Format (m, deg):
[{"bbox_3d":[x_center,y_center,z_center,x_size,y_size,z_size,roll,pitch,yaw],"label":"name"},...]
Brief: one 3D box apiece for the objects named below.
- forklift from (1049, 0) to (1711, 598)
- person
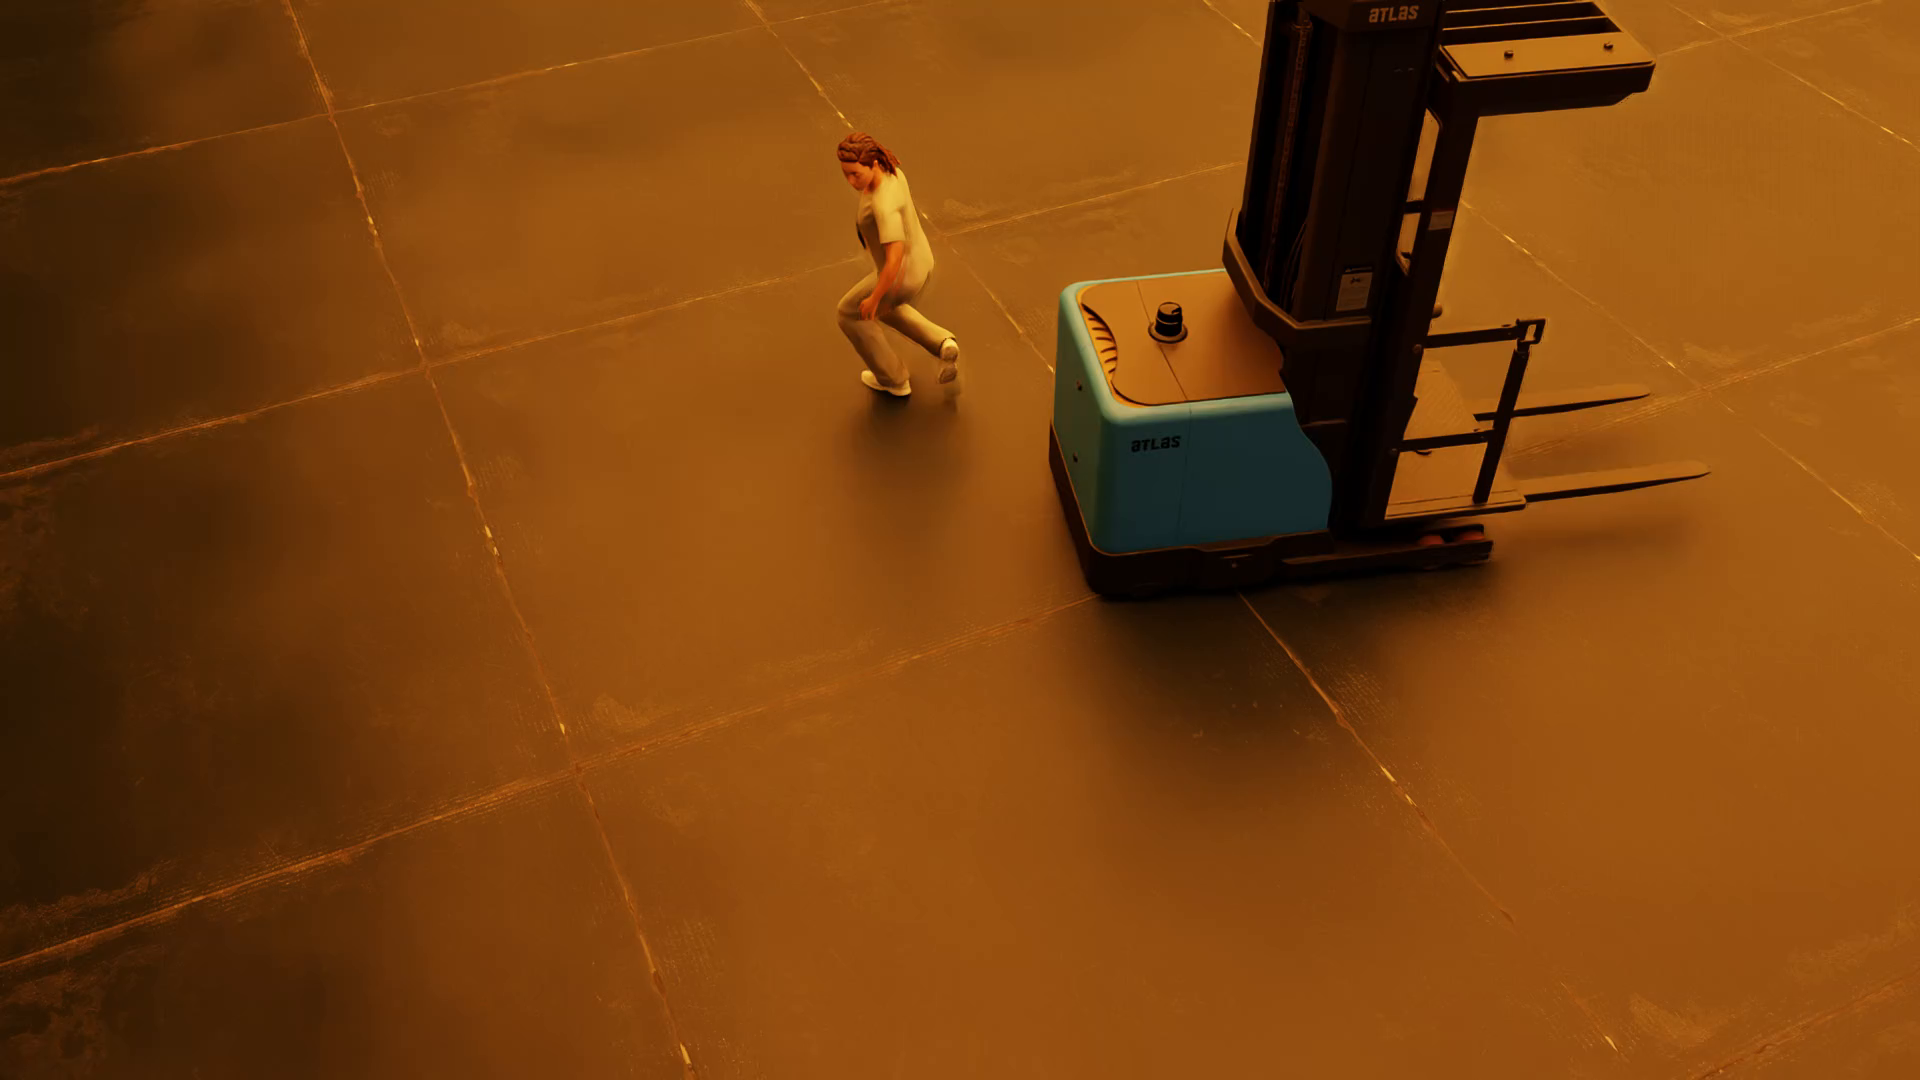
[{"bbox_3d":[1.998,-1.287,7.059,3.031,2.935,1.130,-6,43,-7],"label":"forklift"},{"bbox_3d":[-0.312,-1.356,8.224,0.631,1.472,0.722,11,44,12],"label":"person"}]
